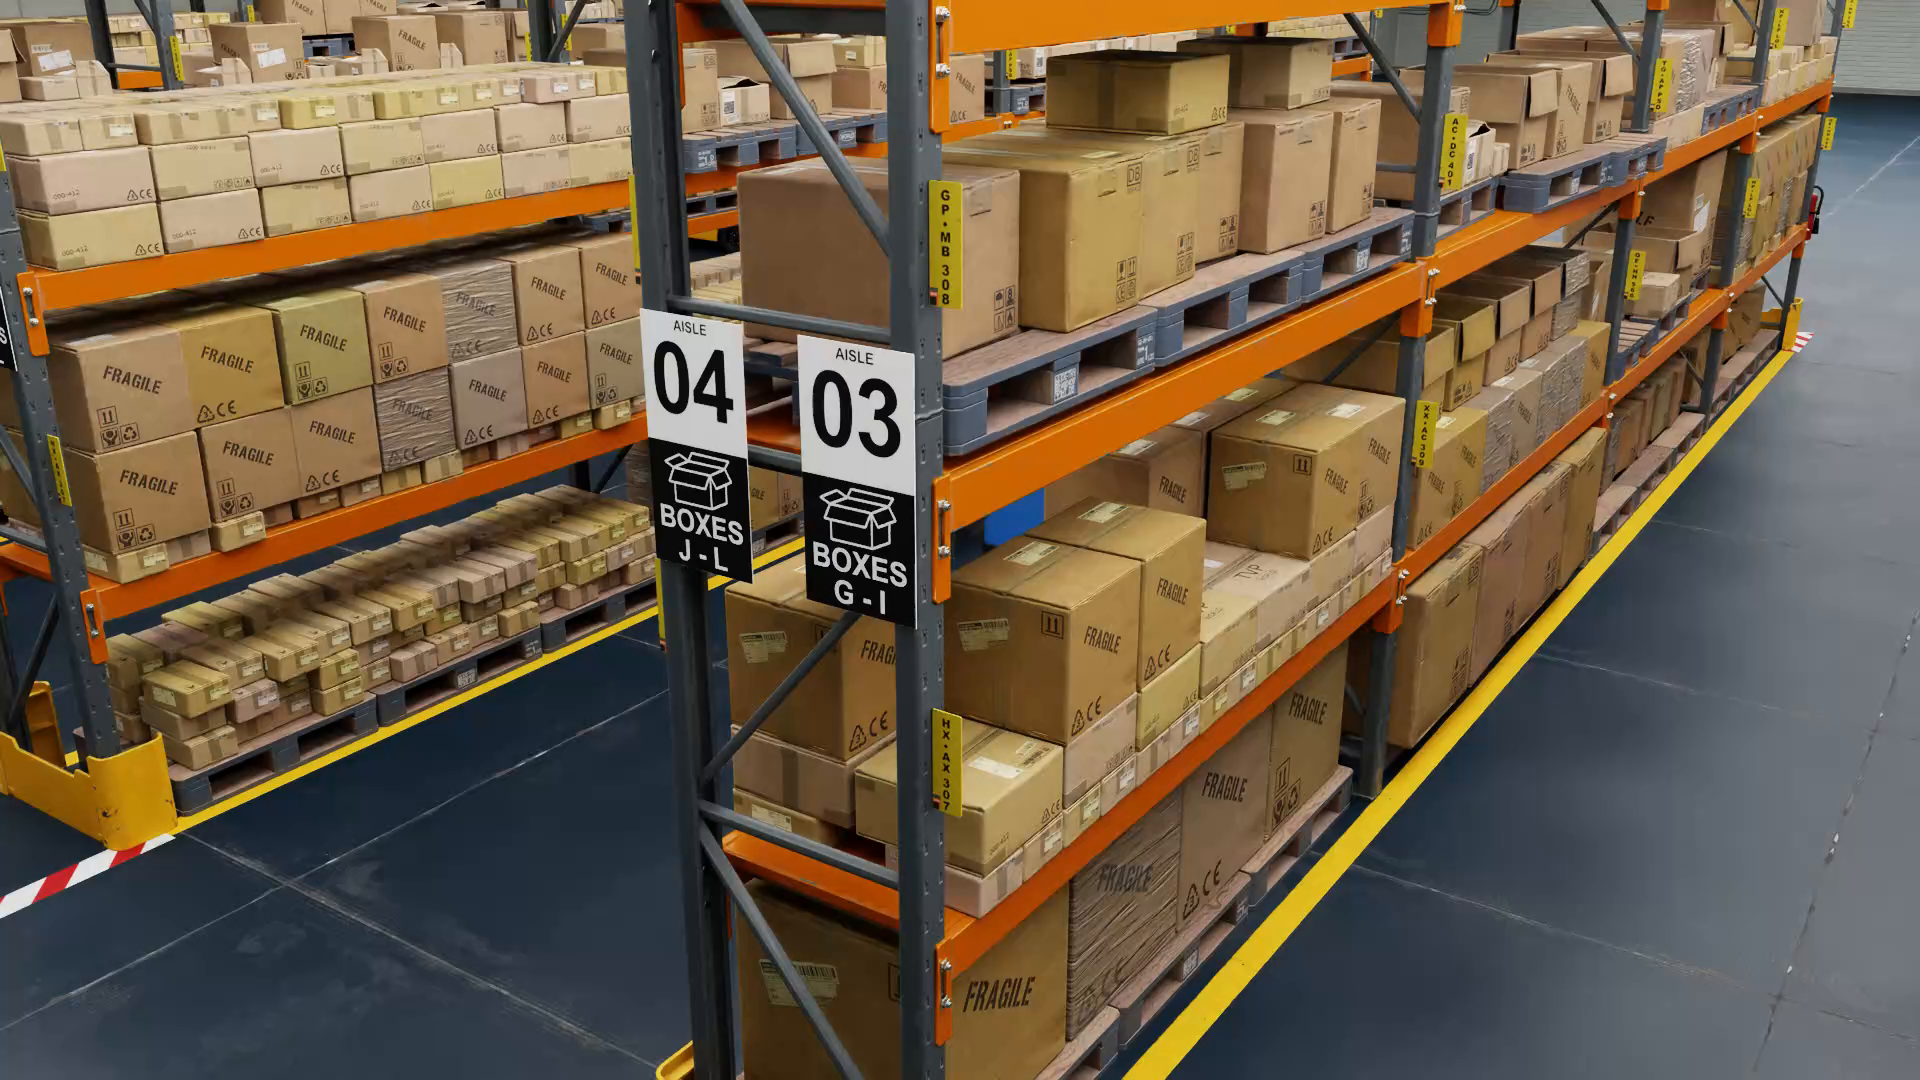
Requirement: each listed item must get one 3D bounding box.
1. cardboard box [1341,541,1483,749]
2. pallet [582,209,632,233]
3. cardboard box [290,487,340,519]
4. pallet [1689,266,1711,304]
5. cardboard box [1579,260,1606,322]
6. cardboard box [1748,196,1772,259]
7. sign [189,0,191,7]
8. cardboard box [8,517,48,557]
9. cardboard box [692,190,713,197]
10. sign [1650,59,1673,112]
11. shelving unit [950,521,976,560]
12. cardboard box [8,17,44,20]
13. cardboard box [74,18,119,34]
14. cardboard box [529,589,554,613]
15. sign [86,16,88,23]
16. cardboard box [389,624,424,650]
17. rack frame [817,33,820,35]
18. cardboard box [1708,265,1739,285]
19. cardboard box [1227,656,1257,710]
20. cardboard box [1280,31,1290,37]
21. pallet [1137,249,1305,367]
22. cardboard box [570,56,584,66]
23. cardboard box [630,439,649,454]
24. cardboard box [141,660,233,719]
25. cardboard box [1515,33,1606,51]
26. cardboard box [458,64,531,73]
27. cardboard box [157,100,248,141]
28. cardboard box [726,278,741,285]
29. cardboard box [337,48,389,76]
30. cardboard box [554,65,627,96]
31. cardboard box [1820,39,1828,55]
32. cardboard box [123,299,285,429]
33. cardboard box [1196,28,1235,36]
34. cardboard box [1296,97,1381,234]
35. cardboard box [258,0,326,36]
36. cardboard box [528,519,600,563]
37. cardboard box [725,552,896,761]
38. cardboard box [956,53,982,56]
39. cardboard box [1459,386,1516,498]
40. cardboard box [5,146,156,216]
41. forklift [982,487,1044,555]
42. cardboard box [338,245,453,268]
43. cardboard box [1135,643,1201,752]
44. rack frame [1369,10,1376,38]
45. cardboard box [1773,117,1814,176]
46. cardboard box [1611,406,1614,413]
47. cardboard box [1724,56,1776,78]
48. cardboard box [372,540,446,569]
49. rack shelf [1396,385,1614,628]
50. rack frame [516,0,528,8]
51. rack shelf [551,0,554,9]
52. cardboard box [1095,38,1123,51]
[{"bbox_3d":[2.099,0.446,9.193,1.225,0.875,0.875,13,24,32],"label":"cardboard box"},{"bbox_3d":[-3.879,-3.382,17.360,1.213,0.211,1.003,13,24,32],"label":"pallet"},{"bbox_3d":[-3.575,-0.248,8.973,0.380,0.149,0.250,13,24,31],"label":"cardboard box"},{"bbox_3d":[5.703,-2.181,14.113,1.003,0.211,1.213,13,24,32],"label":"pallet"},{"bbox_3d":[4.275,-1.720,11.843,0.500,0.500,0.500,10,23,25],"label":"cardboard box"},{"bbox_3d":[6.867,-2.901,15.212,0.875,0.500,0.500,13,24,32],"label":"cardboard box"},{"bbox_3d":[-8.753,-6.010,19.007,0.100,0.325,0.005,13,24,32],"label":"sign"},{"bbox_3d":[-4.588,-0.045,8.426,0.380,0.149,0.250,13,24,32],"label":"cardboard box"},{"bbox_3d":[-2.906,-3.837,18.071,0.380,0.149,0.250,14,25,33],"label":"cardboard box"},{"bbox_3d":[4.459,-2.890,10.570,0.100,0.325,0.005,13,24,32],"label":"sign"},{"bbox_3d":[0.004,-0.705,12.010,0.431,1.500,0.755,13,24,32],"label":"shelving unit"},{"bbox_3d":[-9.630,-5.294,17.114,0.380,0.149,0.250,14,24,33],"label":"cardboard box"},{"bbox_3d":[-8.977,-5.348,17.288,0.380,0.149,0.250,13,24,32],"label":"cardboard box"},{"bbox_3d":[-2.787,0.355,10.485,0.380,0.149,0.250,13,24,31],"label":"cardboard box"},{"bbox_3d":[-6.894,-3.999,13.229,0.100,0.325,0.005,13,24,32],"label":"sign"},{"bbox_3d":[-3.343,0.498,9.671,0.380,0.149,0.250,15,25,35],"label":"cardboard box"},{"bbox_3d":[-1.943,-7.208,18.780,1.000,3.000,0.127,13,24,32],"label":"rack frame"},{"bbox_3d":[6.623,-2.347,14.647,0.380,0.149,0.250,13,24,32],"label":"cardboard box"},{"bbox_3d":[0.989,0.545,6.831,0.380,0.149,0.250,14,24,33],"label":"cardboard box"},{"bbox_3d":[3.264,-5.321,17.615,0.380,0.149,0.250,13,24,31],"label":"cardboard box"},{"bbox_3d":[0.601,-0.950,6.314,1.003,0.211,1.213,13,24,32],"label":"pallet"},{"bbox_3d":[-3.730,-4.721,16.573,0.396,0.266,0.258,13,24,32],"label":"cardboard box"},{"bbox_3d":[-2.080,-0.802,12.025,0.500,0.250,0.500,13,24,30],"label":"cardboard box"},{"bbox_3d":[-3.962,0.762,8.527,0.380,0.149,0.250,12,23,29],"label":"cardboard box"},{"bbox_3d":[4.066,-3.188,11.370,0.500,0.500,0.500,14,24,33],"label":"cardboard box"},{"bbox_3d":[-2.834,-2.812,10.142,0.380,0.149,0.250,12,24,30],"label":"cardboard box"},{"bbox_3d":[-3.659,-2.024,8.010,0.380,0.149,0.250,14,24,33],"label":"cardboard box"},{"bbox_3d":[-1.389,-1.698,11.431,0.380,0.149,0.250,14,24,32],"label":"cardboard box"},{"bbox_3d":[-5.123,-4.095,14.278,0.396,0.266,0.258,16,25,36],"label":"cardboard box"},{"bbox_3d":[-2.239,-2.777,10.046,0.380,0.149,0.250,12,23,29],"label":"cardboard box"},{"bbox_3d":[8.297,-4.840,16.345,0.380,0.149,0.250,12,23,30],"label":"cardboard box"},{"bbox_3d":[-3.788,-0.893,8.341,0.500,0.500,0.500,14,25,33],"label":"cardboard box"},{"bbox_3d":[2.714,-5.263,16.884,0.500,0.250,0.500,13,24,32],"label":"cardboard box"},{"bbox_3d":[1.366,-1.627,7.123,0.700,0.500,0.500,12,23,29],"label":"cardboard box"},{"bbox_3d":[-7.690,-6.071,19.137,0.500,0.500,0.500,14,24,32],"label":"cardboard box"},{"bbox_3d":[-2.519,0.005,10.573,0.380,0.149,0.250,13,24,31],"label":"cardboard box"},{"bbox_3d":[-0.436,0.370,5.648,0.500,0.500,0.500,14,24,32],"label":"cardboard box"},{"bbox_3d":[-0.053,-3.956,13.065,0.396,0.266,0.258,13,24,32],"label":"cardboard box"},{"bbox_3d":[2.785,-0.584,9.376,0.500,0.500,0.500,13,24,31],"label":"cardboard box"},{"bbox_3d":[-4.071,-1.664,7.611,0.500,0.250,0.500,14,24,33],"label":"cardboard box"},{"bbox_3d":[1.545,-0.836,10.299,1.130,2.935,3.031,-19,28,-41],"label":"forklift"},{"bbox_3d":[-3.332,-1.445,9.835,0.500,0.500,0.500,14,24,33],"label":"cardboard box"},{"bbox_3d":[0.573,0.534,6.286,0.500,0.250,0.500,12,24,30],"label":"cardboard box"},{"bbox_3d":[4.456,-7.419,19.351,1.000,3.000,0.127,13,24,32],"label":"rack frame"},{"bbox_3d":[8.121,-3.914,16.508,0.500,0.500,0.500,13,24,32],"label":"cardboard box"},{"bbox_3d":[4.646,-1.052,12.672,0.500,0.250,0.500,17,26,38],"label":"cardboard box"},{"bbox_3d":[6.691,-4.018,14.122,0.380,0.149,0.250,12,24,30],"label":"cardboard box"},{"bbox_3d":[-3.383,0.138,10.216,0.380,0.149,0.250,12,24,30],"label":"cardboard box"},{"bbox_3d":[2.880,-0.402,10.066,1.077,0.370,4.000,13,24,32],"label":"rack shelf"},{"bbox_3d":[-6.050,-8.175,21.394,1.000,3.000,0.127,13,24,32],"label":"rack frame"},{"bbox_3d":[-1.165,-4.025,11.788,1.077,0.370,4.000,13,24,32],"label":"rack shelf"},{"bbox_3d":[1.118,-4.375,14.824,0.500,0.311,0.500,13,24,31],"label":"cardboard box"}]
